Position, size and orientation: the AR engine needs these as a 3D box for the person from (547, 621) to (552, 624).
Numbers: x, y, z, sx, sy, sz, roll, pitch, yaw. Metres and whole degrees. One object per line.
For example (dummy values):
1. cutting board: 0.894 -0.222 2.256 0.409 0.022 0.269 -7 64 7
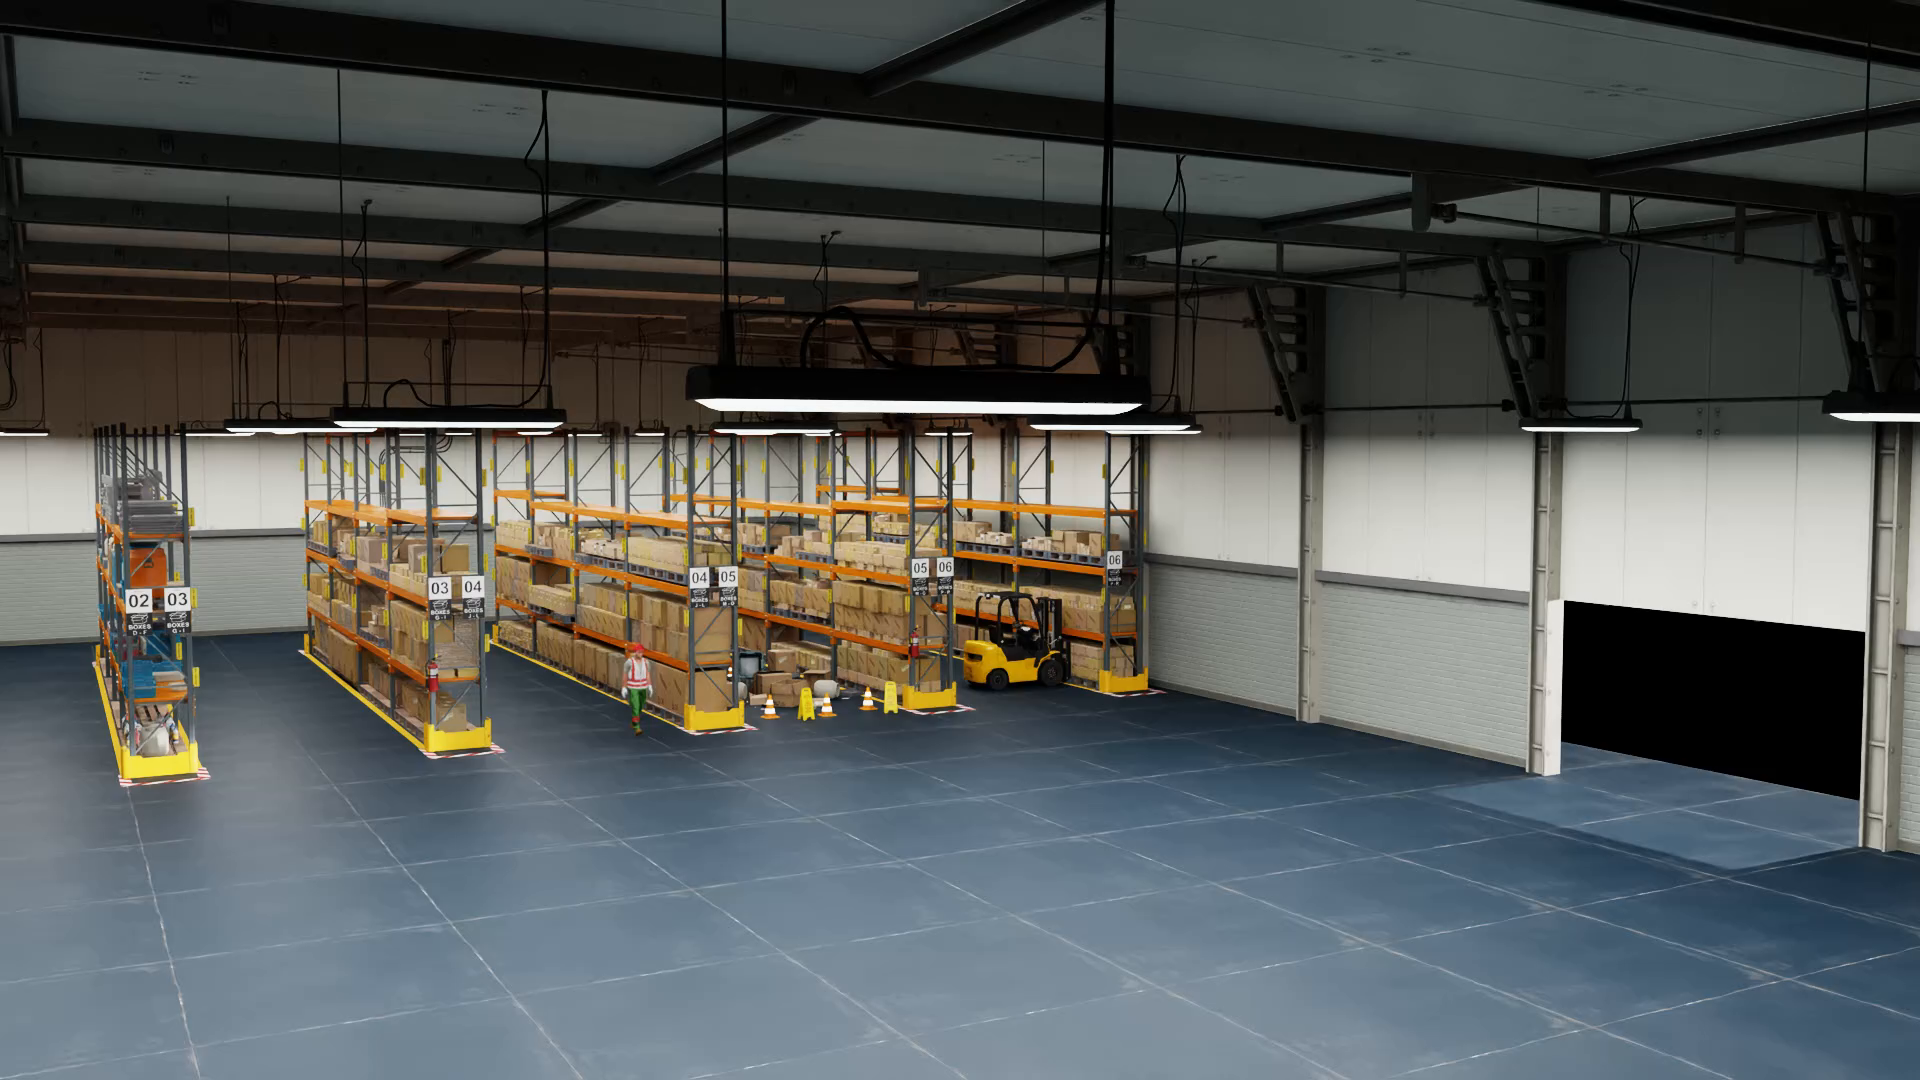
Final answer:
1. person: -12.203 1.836 49.446 0.537 1.765 0.544 1 4 22

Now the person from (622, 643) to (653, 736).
1. person: -6.287 2.895 32.401 0.906 1.763 0.579 3 5 43
